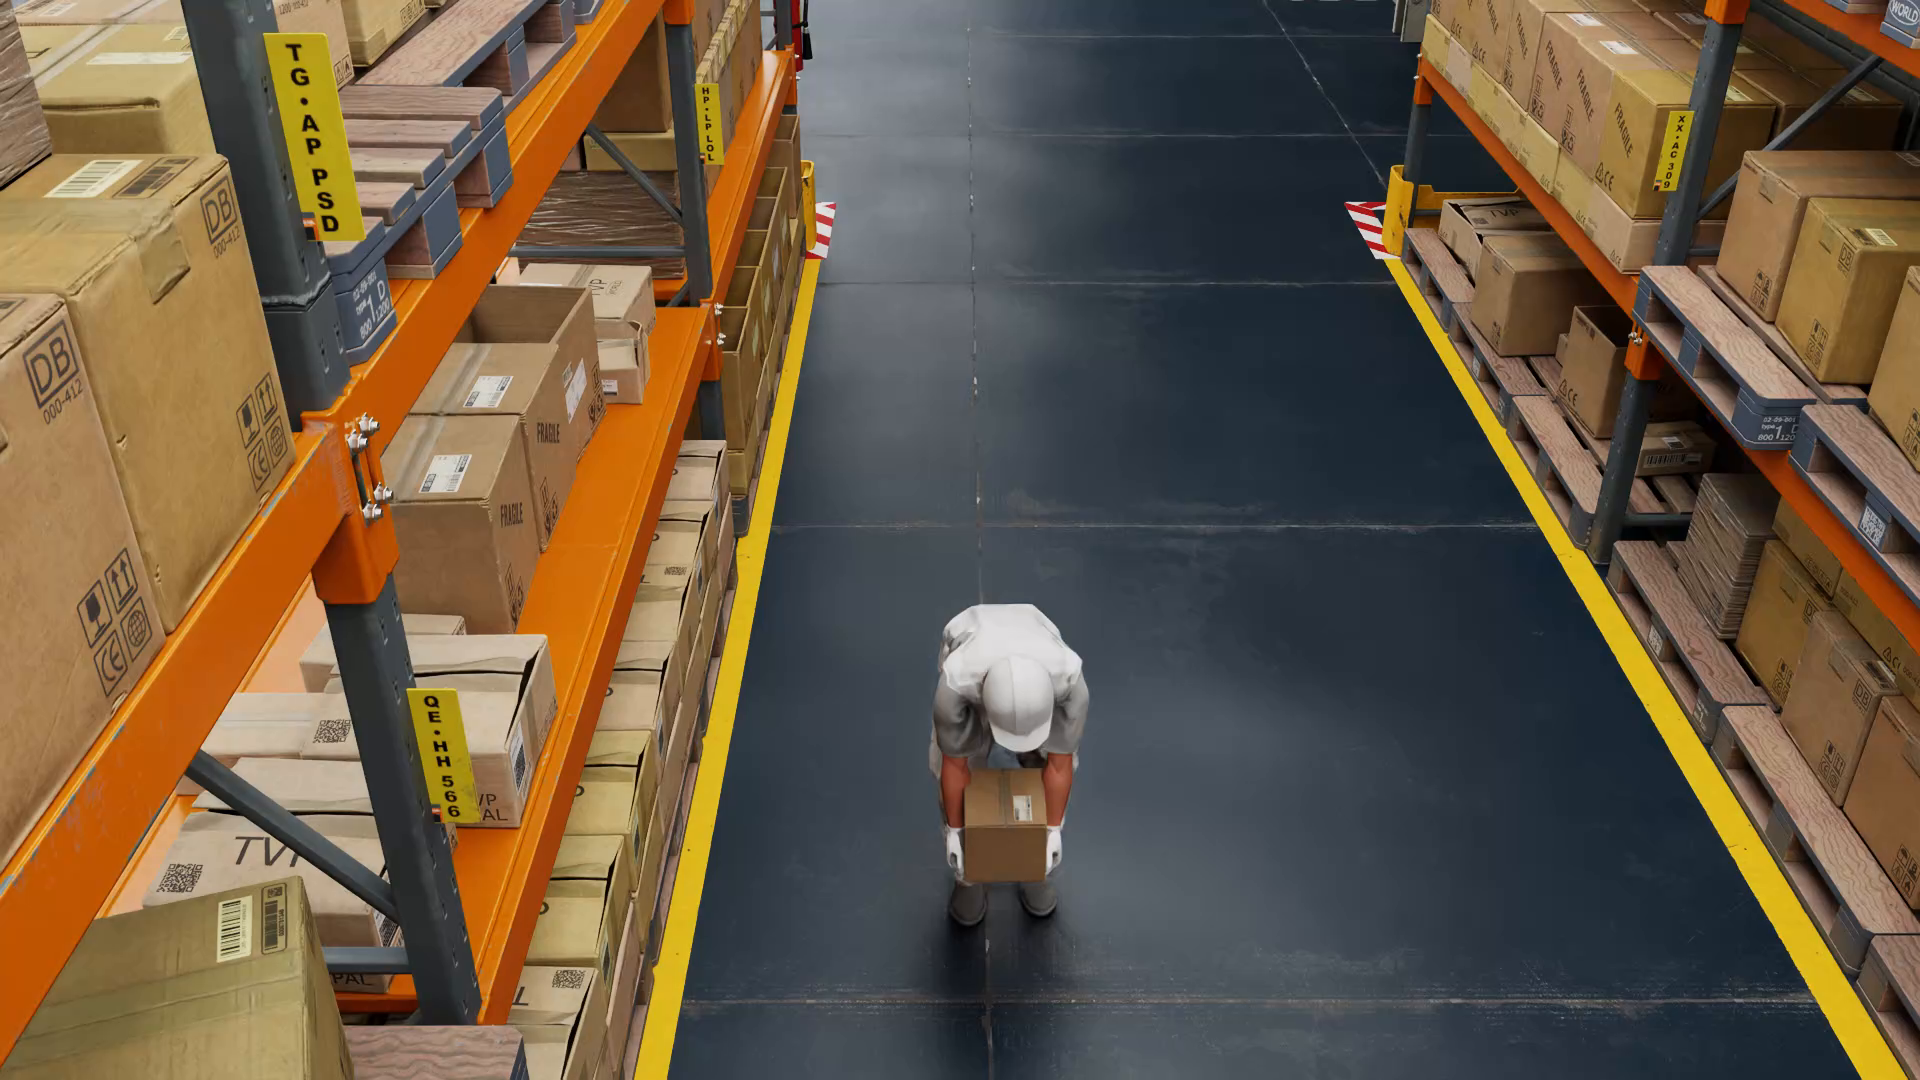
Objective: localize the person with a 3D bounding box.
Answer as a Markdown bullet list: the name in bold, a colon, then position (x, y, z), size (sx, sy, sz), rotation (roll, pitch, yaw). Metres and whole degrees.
- **person**: position (0.150, 0.742, 5.303), size (0.492, 1.354, 0.899), rotation (-1, 31, -2)
